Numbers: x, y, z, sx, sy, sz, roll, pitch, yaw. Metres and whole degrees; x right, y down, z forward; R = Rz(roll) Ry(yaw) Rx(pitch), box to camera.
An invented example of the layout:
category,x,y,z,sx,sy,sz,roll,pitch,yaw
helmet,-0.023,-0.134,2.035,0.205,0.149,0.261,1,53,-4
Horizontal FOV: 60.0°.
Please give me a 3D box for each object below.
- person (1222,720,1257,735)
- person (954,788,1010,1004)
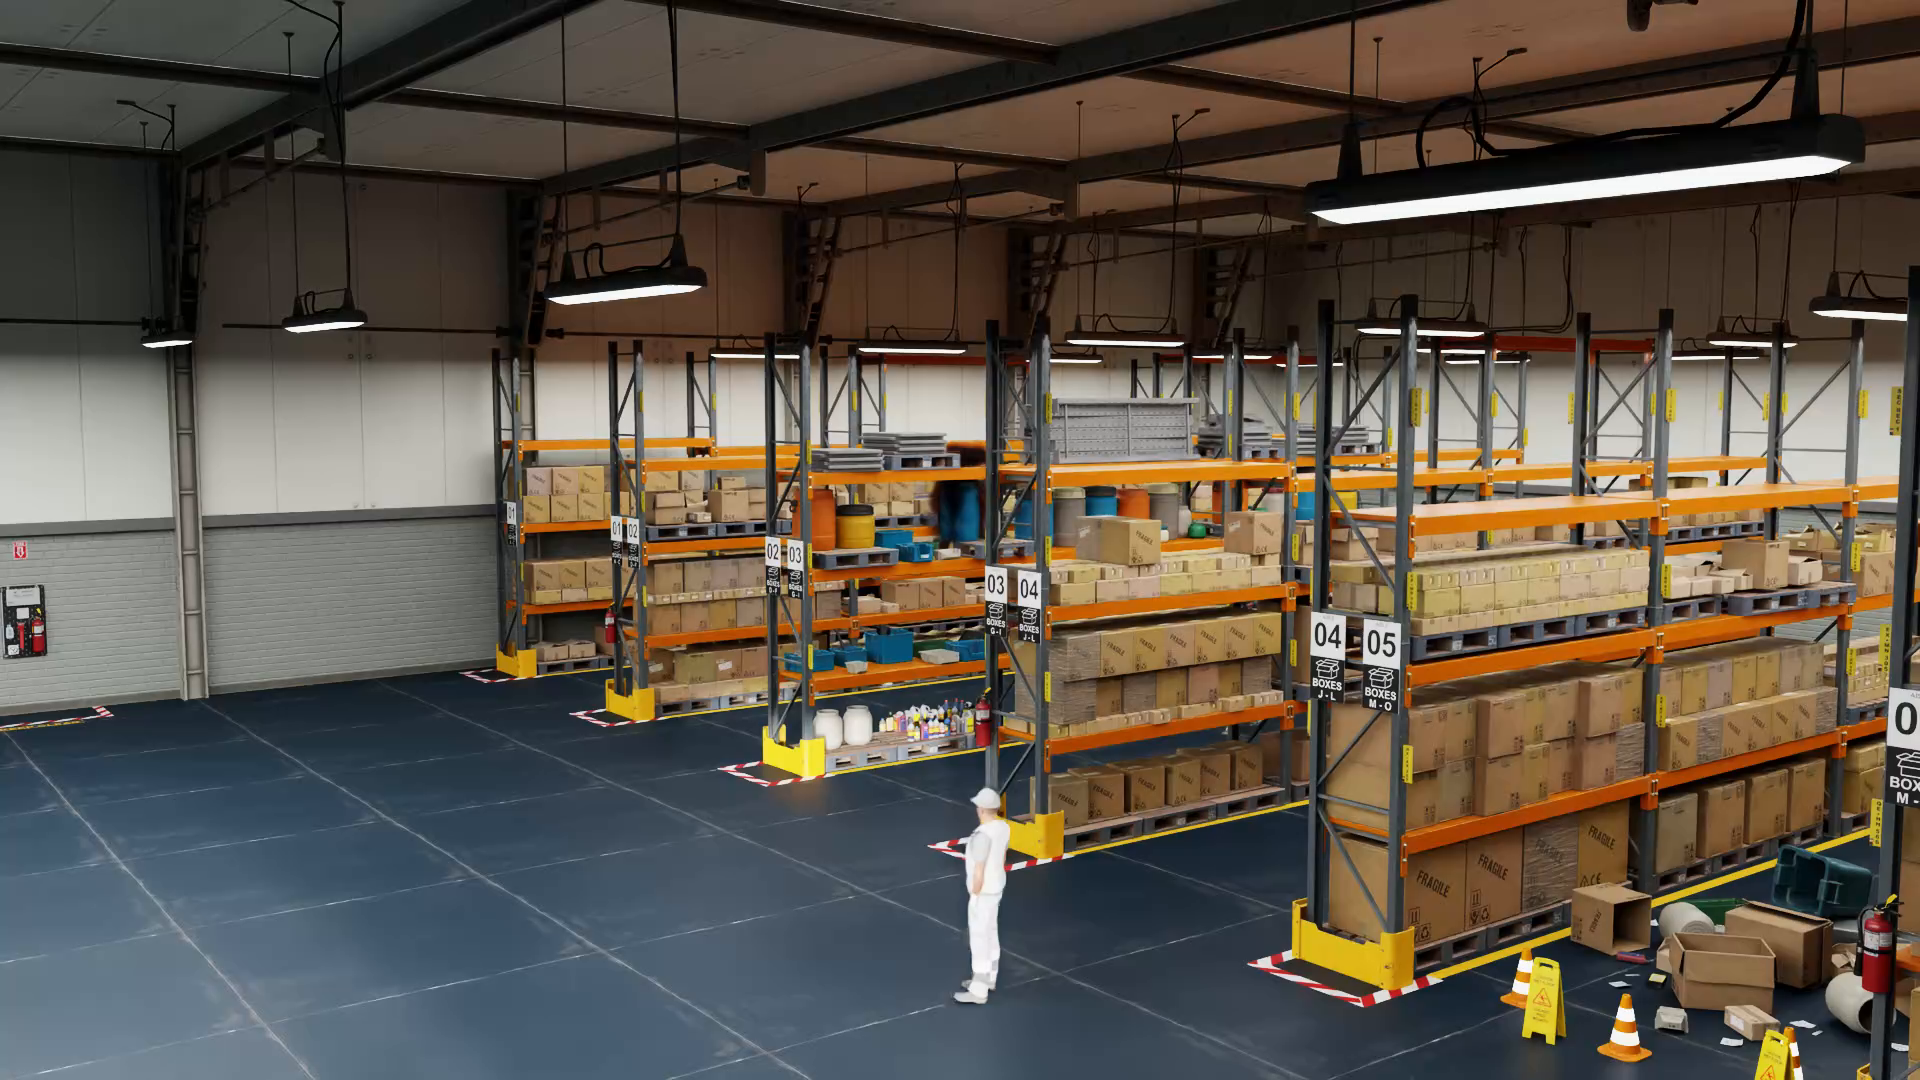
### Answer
category,x,y,z,sx,sy,sz,roll,pitch,yaw
person,4.304,2.174,25.348,0.660,1.579,0.543,-3,6,-31
person,0.194,3.016,14.270,0.426,1.789,0.611,1,5,14
